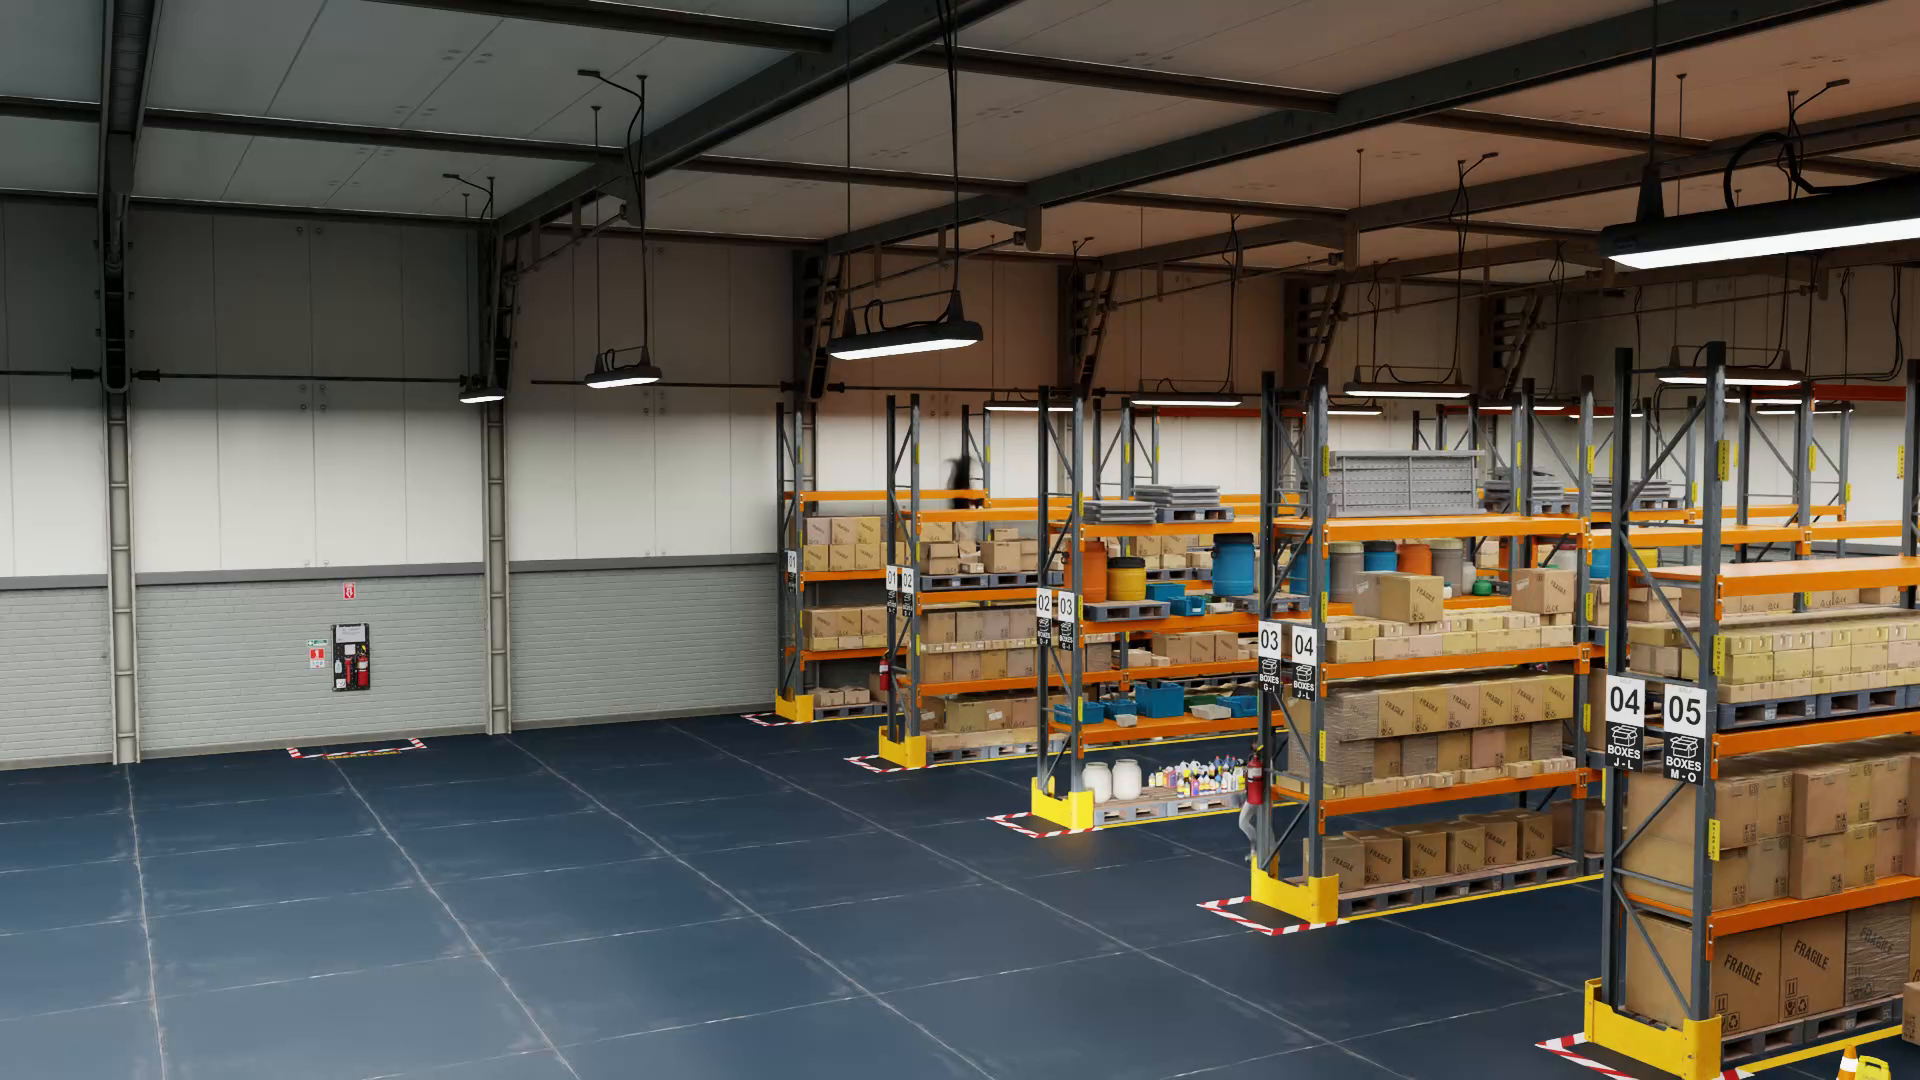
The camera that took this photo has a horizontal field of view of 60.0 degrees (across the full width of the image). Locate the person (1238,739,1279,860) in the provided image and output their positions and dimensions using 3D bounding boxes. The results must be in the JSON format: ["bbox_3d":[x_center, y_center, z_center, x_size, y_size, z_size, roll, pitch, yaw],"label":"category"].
[{"bbox_3d":[3.710,3.203,20.404,0.522,1.578,0.481,-1,3,-21],"label":"person"}]

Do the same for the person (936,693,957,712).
[{"bbox_3d":[-0.242,2.638,30.553,0.669,1.637,0.862,3,4,44],"label":"person"}]
